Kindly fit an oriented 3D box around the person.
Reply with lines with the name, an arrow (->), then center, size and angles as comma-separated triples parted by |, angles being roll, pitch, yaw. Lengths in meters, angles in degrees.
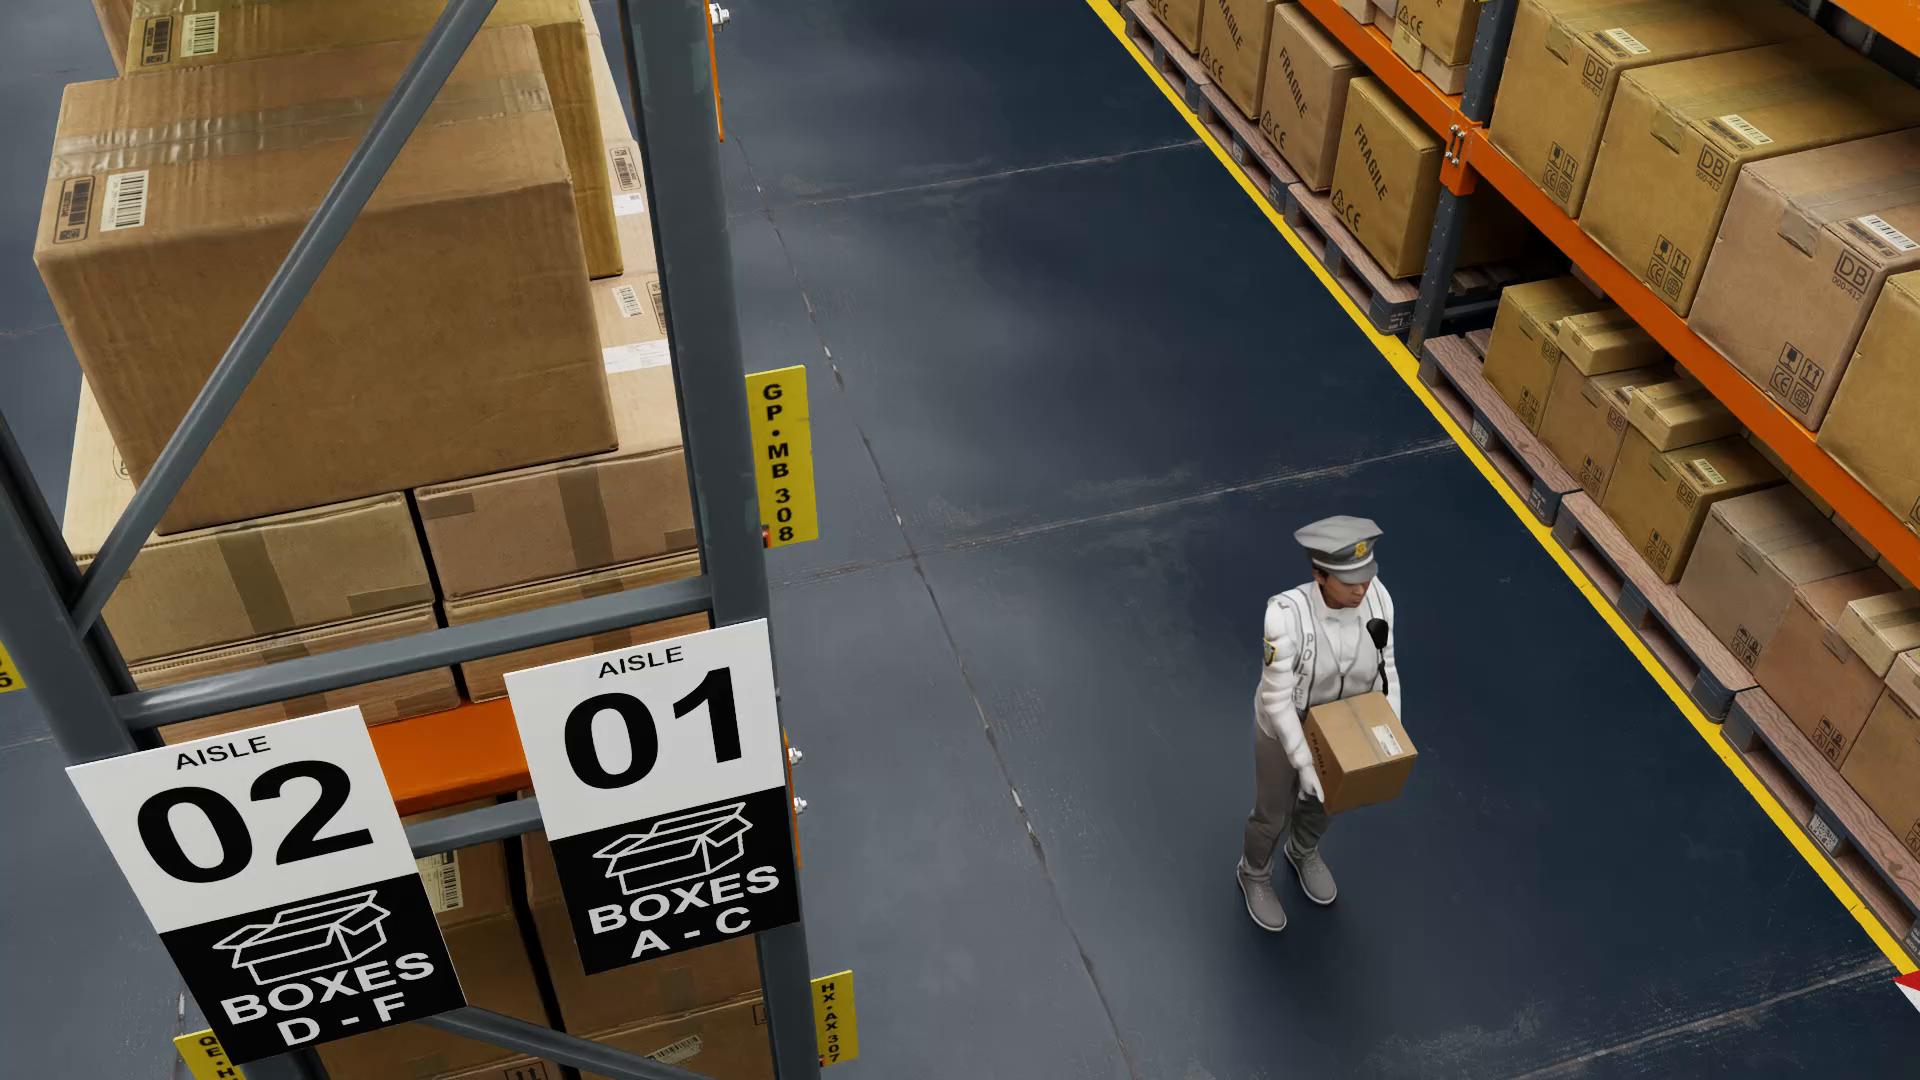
person -> 1.180, 0.656, 5.429 | 0.453, 1.691, 0.535 | -12, 44, -13
